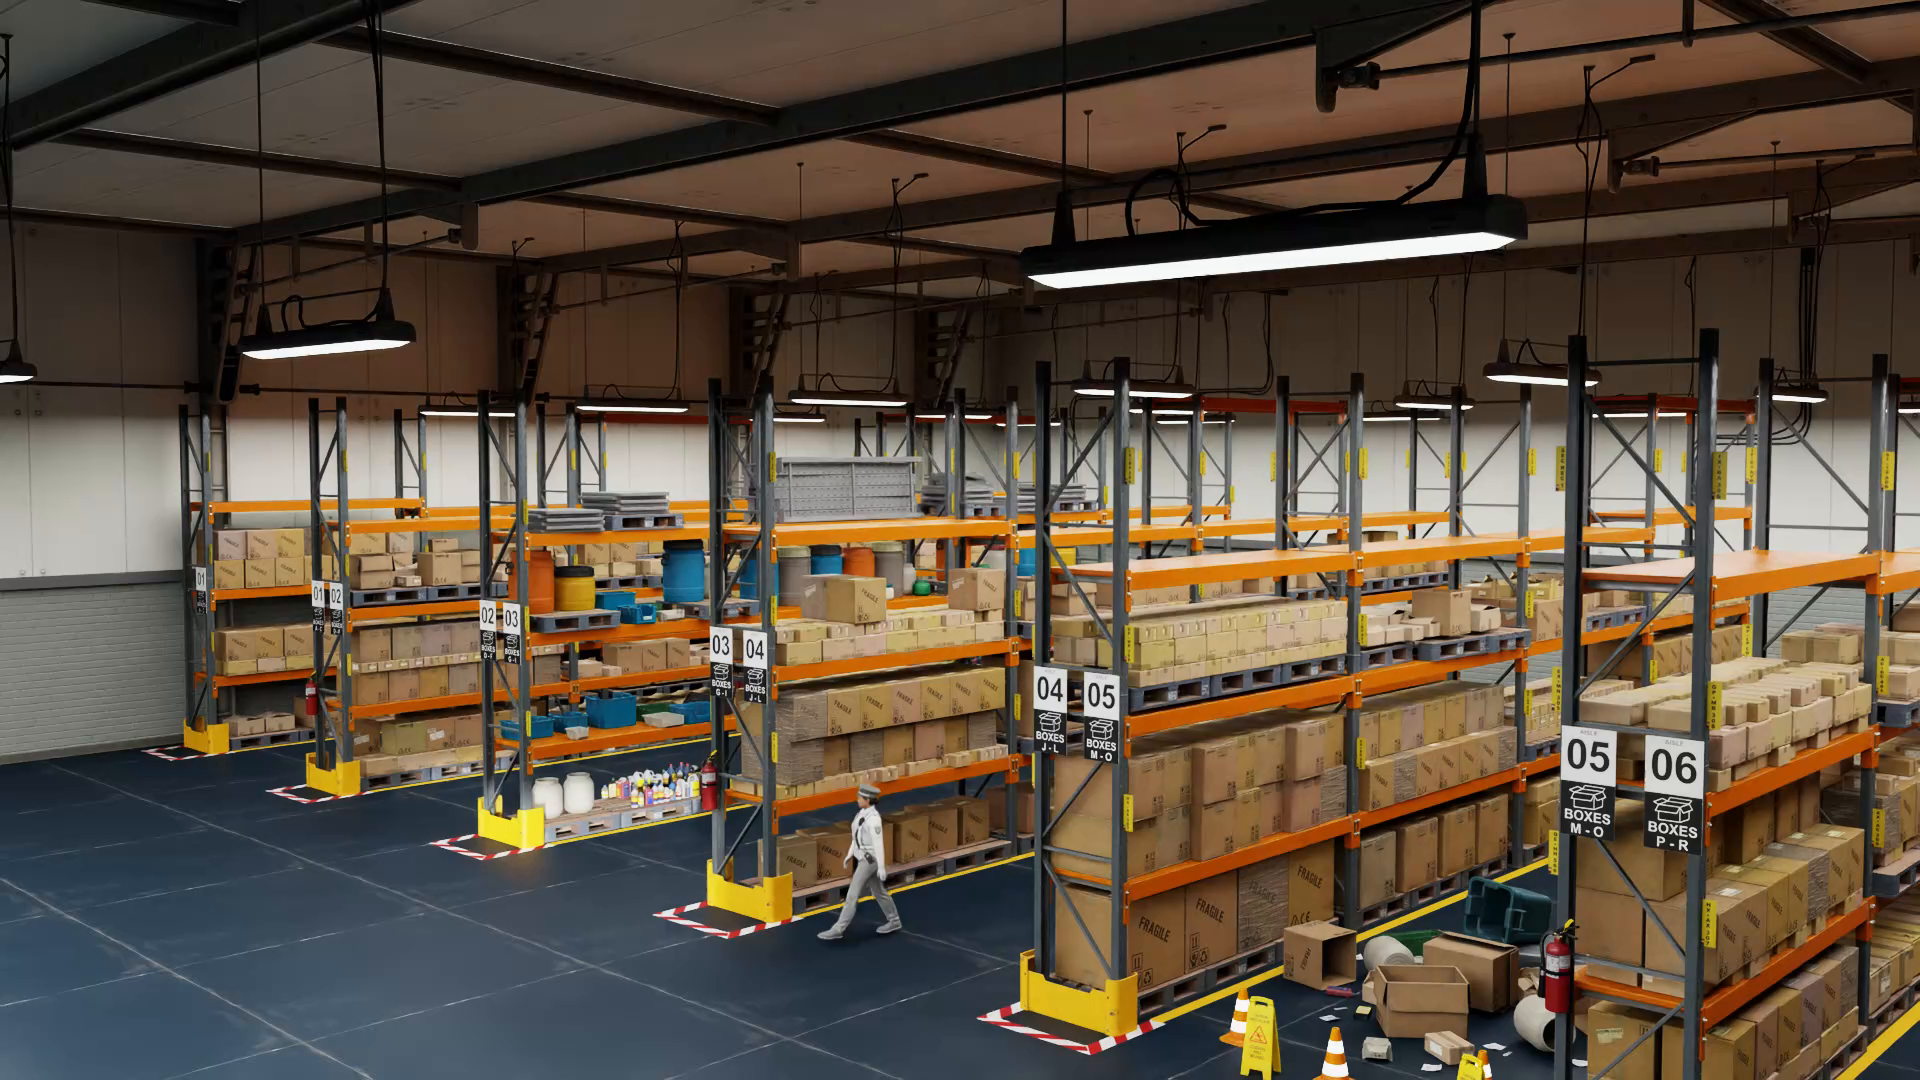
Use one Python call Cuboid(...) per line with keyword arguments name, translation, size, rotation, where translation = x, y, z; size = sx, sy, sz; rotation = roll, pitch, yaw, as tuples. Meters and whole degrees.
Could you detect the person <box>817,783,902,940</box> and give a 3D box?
Cuboid(name="person", translation=(-1.071, 3.398, 17.672), size=(0.954, 1.630, 0.536), rotation=(-1, 3, -14))
